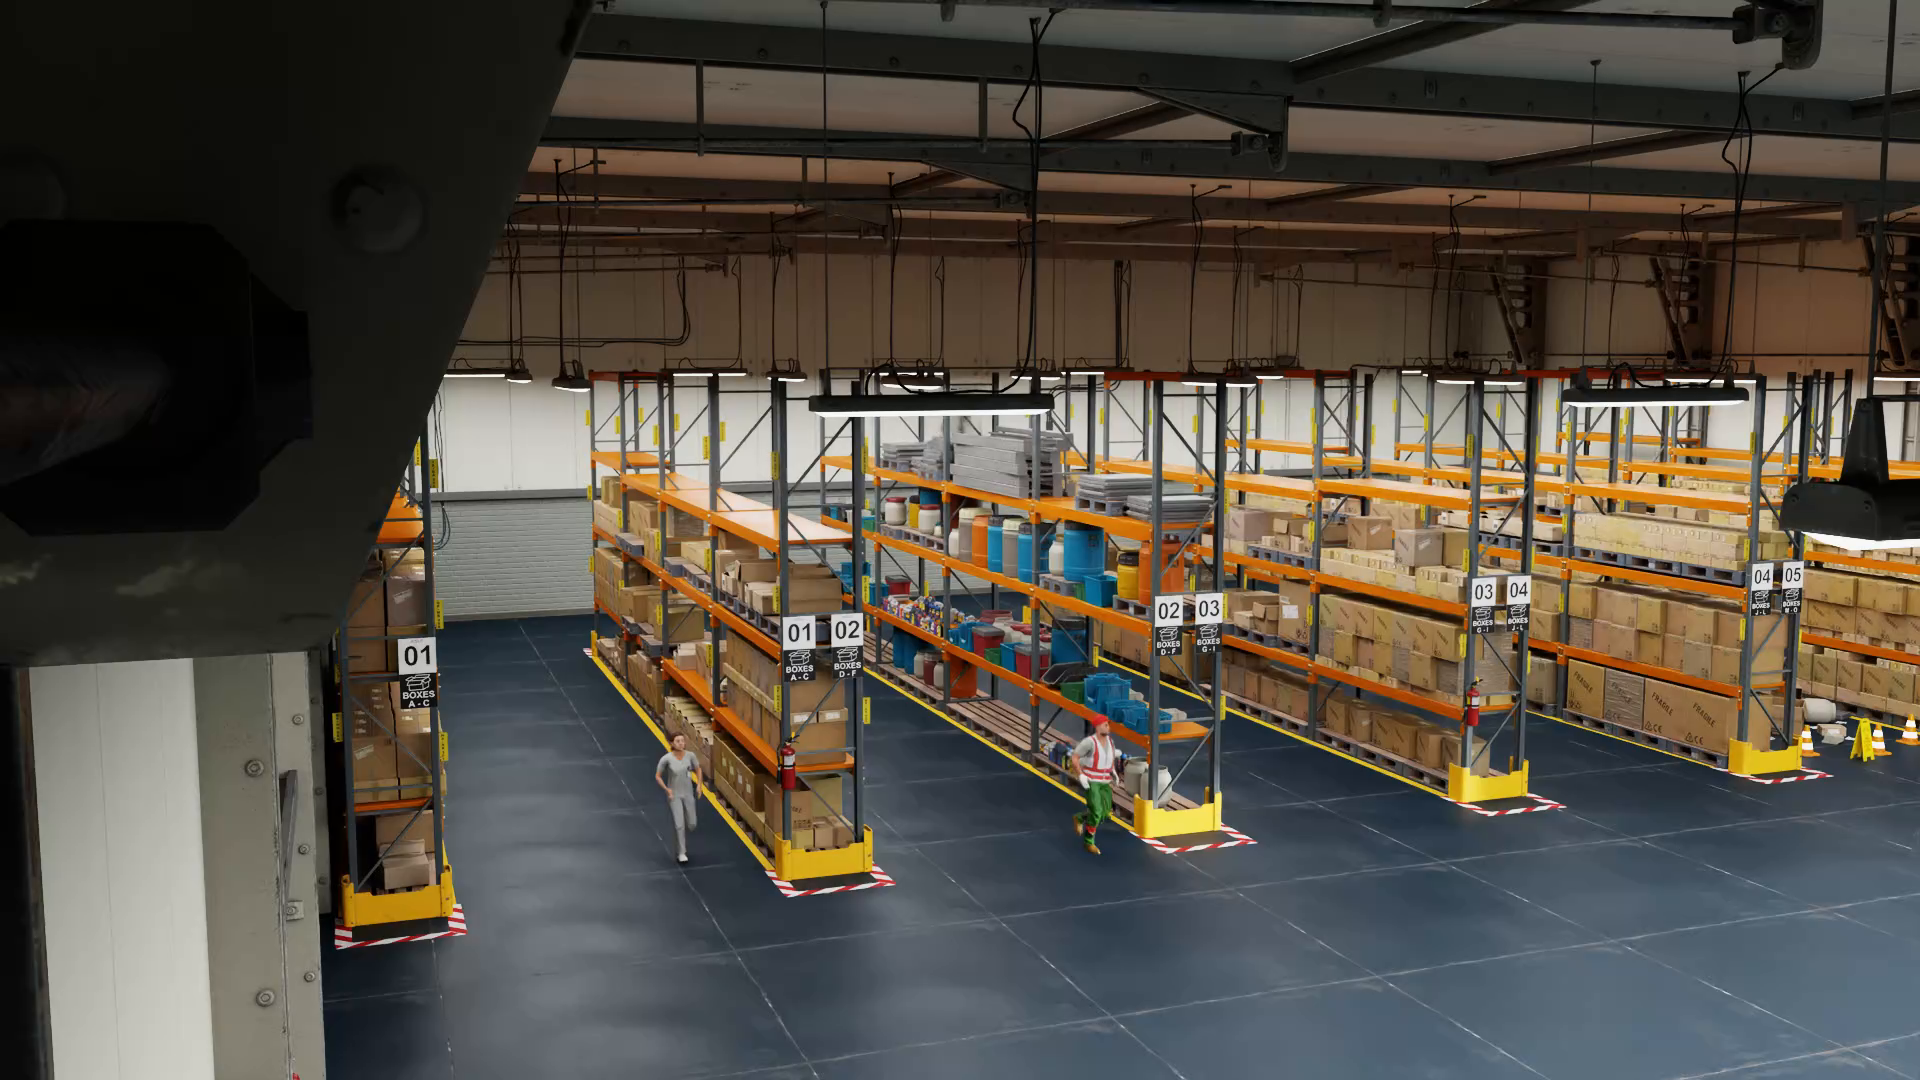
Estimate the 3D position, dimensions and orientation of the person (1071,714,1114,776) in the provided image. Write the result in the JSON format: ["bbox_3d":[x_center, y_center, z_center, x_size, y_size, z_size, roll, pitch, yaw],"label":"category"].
[{"bbox_3d":[1.757,2.639,21.312,0.703,0.798,0.280,-5,8,-37],"label":"person"}]

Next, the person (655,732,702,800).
[{"bbox_3d":[-3.494,2.819,20.768,0.609,0.850,0.400,-3,7,-26],"label":"person"}]
